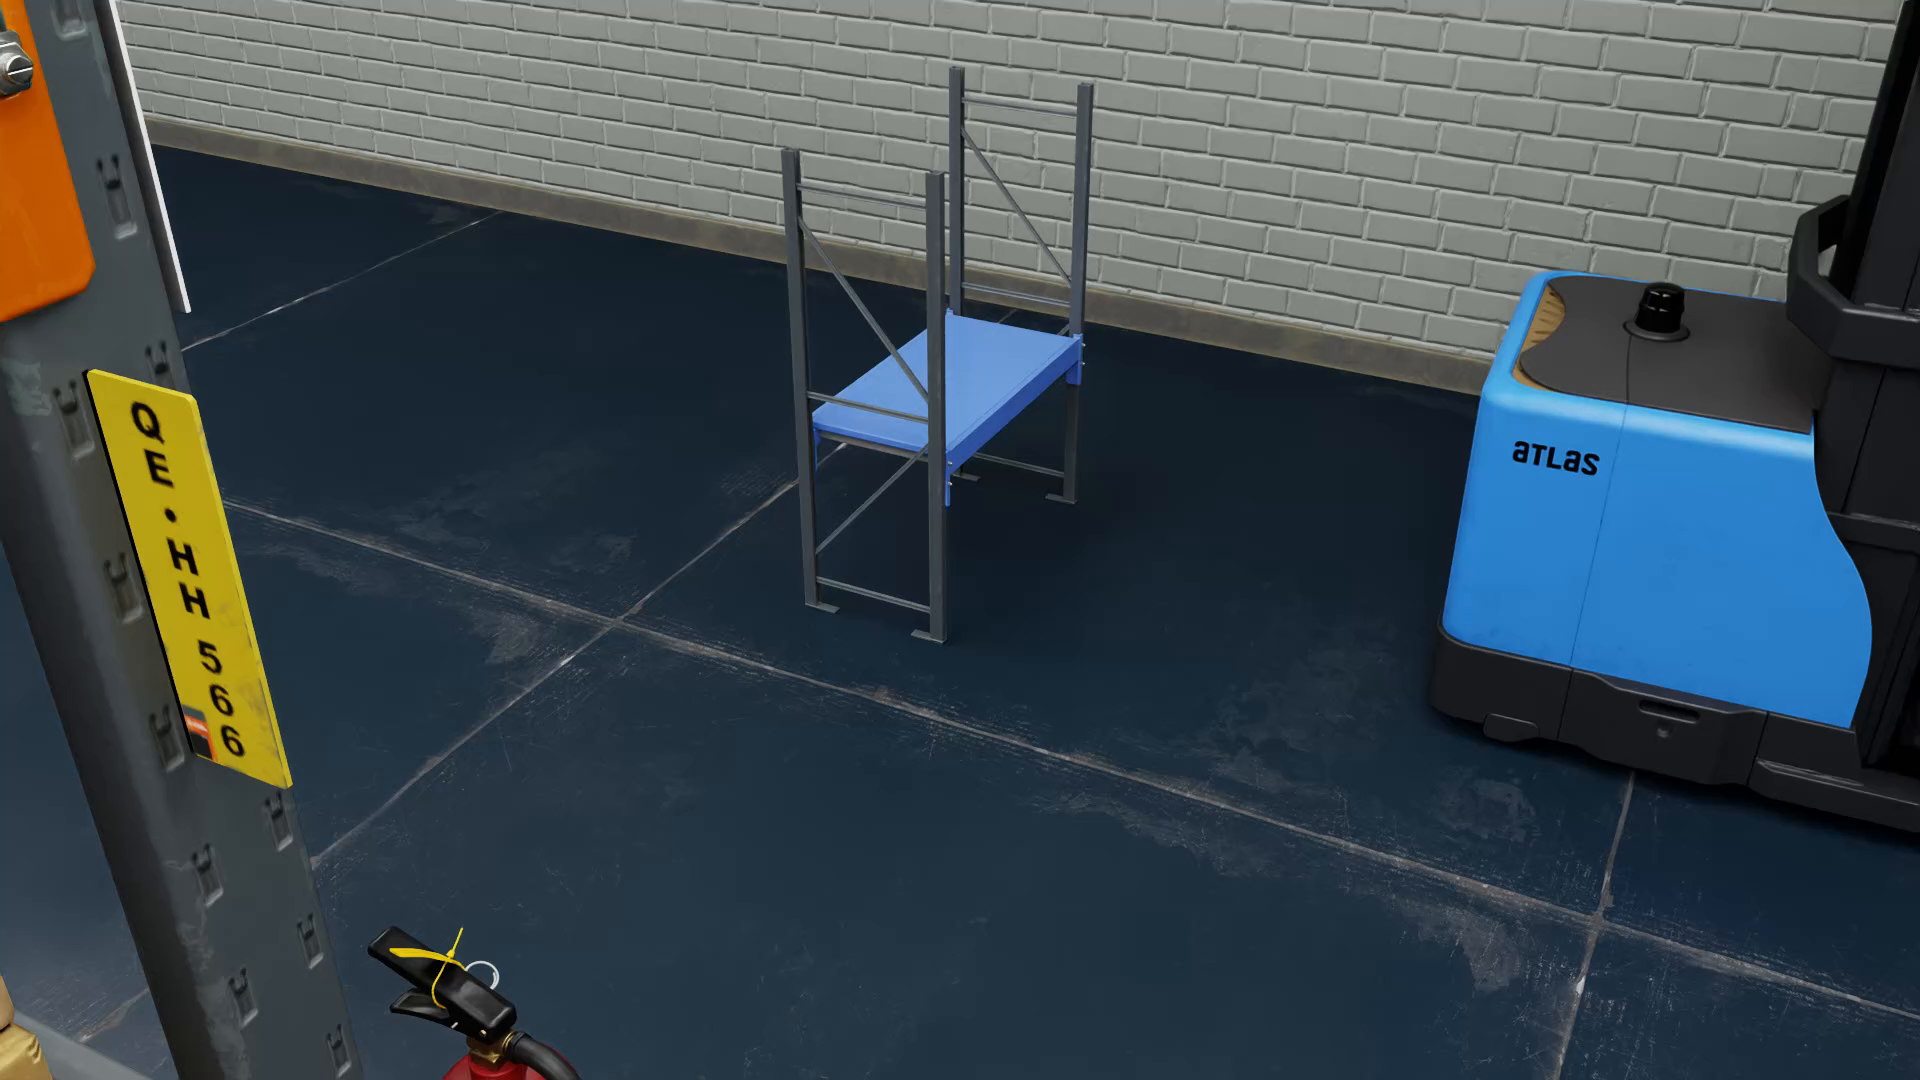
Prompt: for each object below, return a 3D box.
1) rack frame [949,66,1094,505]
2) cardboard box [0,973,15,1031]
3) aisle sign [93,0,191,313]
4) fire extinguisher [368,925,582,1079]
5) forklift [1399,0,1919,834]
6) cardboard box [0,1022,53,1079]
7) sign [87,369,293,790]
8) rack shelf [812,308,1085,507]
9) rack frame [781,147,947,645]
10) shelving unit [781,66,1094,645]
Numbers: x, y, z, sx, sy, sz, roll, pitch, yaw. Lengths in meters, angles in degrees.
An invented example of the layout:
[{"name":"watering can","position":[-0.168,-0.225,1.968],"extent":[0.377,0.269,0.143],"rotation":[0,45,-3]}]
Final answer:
[{"name":"rack frame","position":[0.193,-0.838,5.703],"extent":[0.500,1.500,0.032],"rotation":[14,33,23]},{"name":"cardboard box","position":[-1.022,0.194,0.997],"extent":[0.500,0.500,0.500],"rotation":[14,33,22]},{"name":"aisle sign","position":[-0.734,-0.551,1.087],"extent":[0.394,0.787,0.004],"rotation":[14,33,23]},{"name":"fire extinguisher","position":[-0.509,0.729,1.921],"extent":[0.296,0.674,0.183],"rotation":[14,33,23]},{"name":"forklift","position":[2.843,-0.669,3.973],"extent":[3.031,2.935,1.130],"rotation":[13,32,21]},{"name":"cardboard box","position":[-1.010,0.626,1.249],"extent":[0.500,0.500,0.500],"rotation":[15,33,24]},{"name":"sign","position":[-0.550,0.036,1.195],"extent":[0.100,0.325,0.005],"rotation":[14,33,23]},{"name":"rack shelf","position":[-0.039,-0.457,5.400],"extent":[0.538,0.185,1.000],"rotation":[14,33,23]},{"name":"rack frame","position":[-0.270,-0.387,4.918],"extent":[0.500,1.500,0.032],"rotation":[14,33,23]},{"name":"shelving unit","position":[-0.039,-0.613,5.311],"extent":[0.538,1.500,1.048],"rotation":[14,33,23]}]
